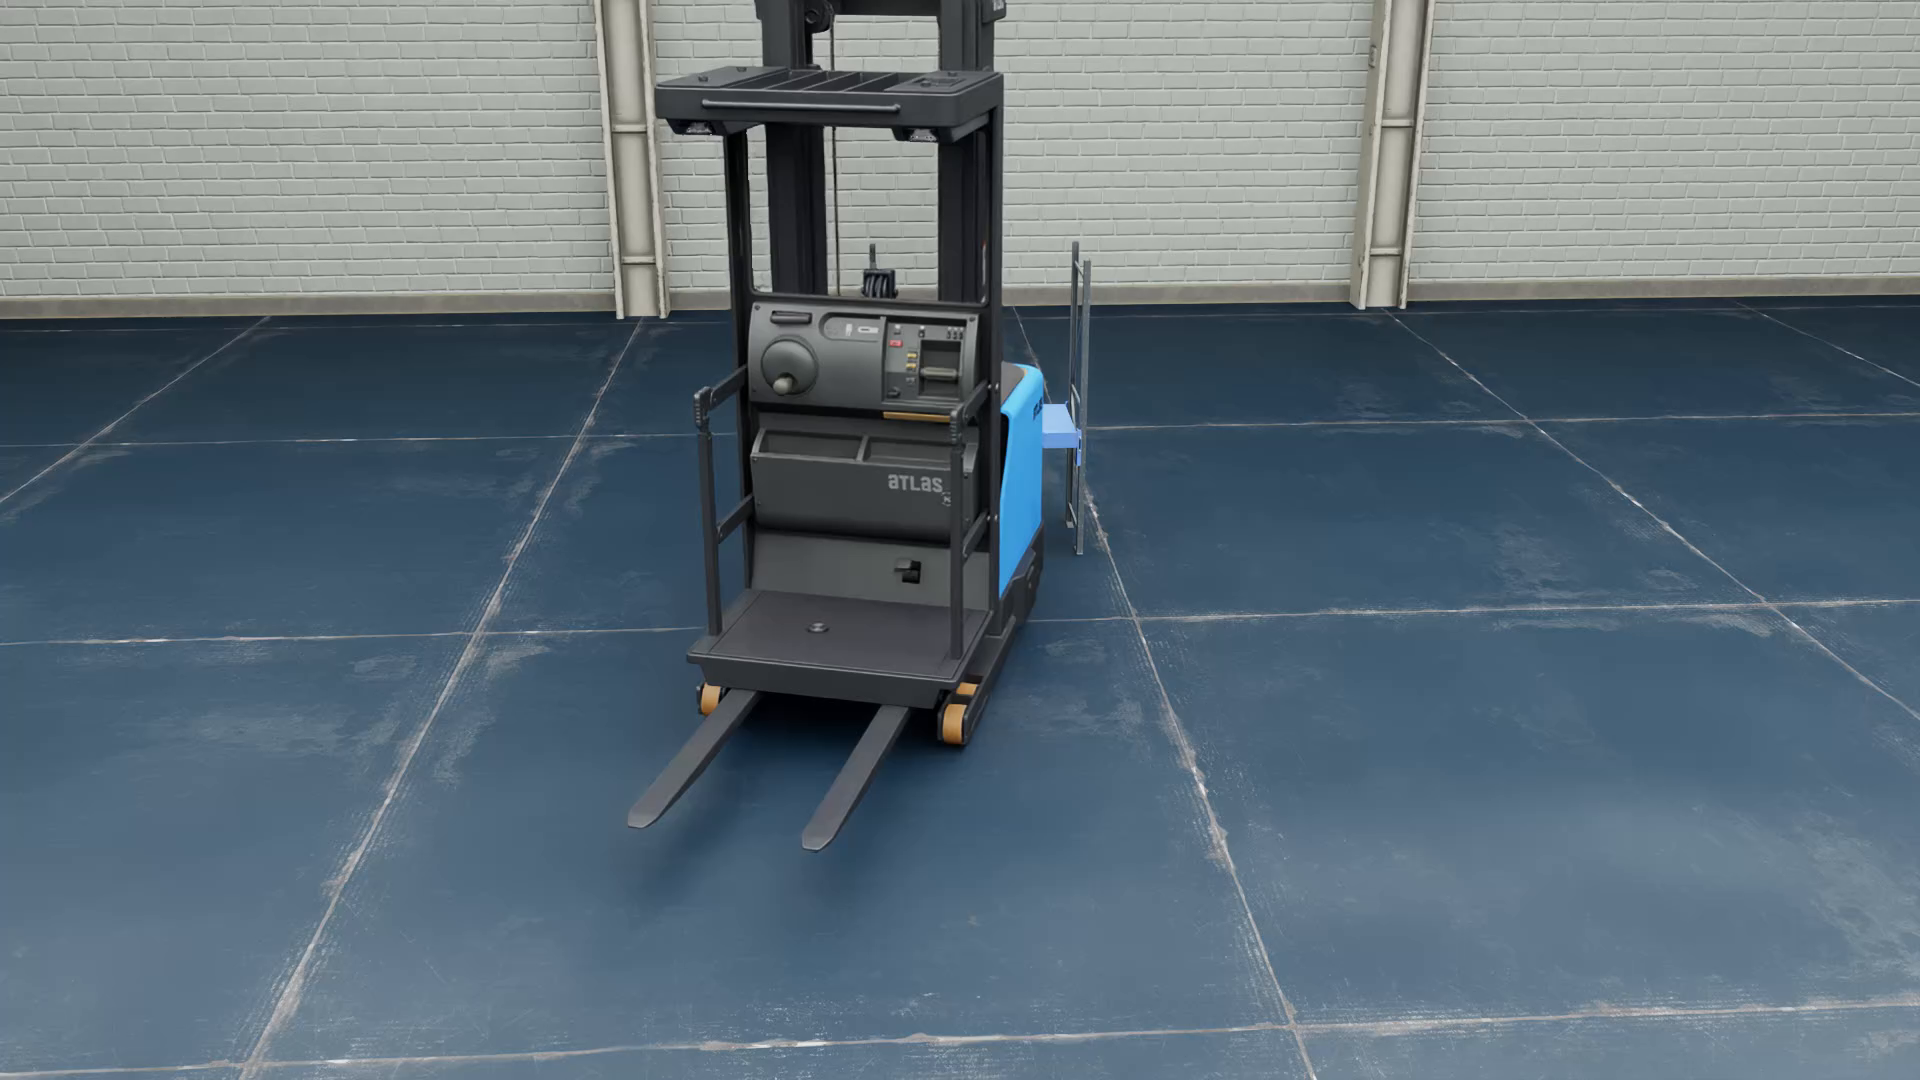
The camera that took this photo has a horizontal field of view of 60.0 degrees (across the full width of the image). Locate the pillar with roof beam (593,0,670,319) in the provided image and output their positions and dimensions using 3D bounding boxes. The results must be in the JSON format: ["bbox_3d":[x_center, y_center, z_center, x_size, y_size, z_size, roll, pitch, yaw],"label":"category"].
[{"bbox_3d":[-2.303,-4.497,7.787,0.400,9.000,9.100,-1,21,-3],"label":"pillar with roof beam"}]

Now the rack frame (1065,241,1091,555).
[{"bbox_3d":[0.593,-0.713,8.386,0.032,1.500,0.500,-1,21,-3],"label":"rack frame"}]

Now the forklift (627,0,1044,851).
[{"bbox_3d":[-0.433,-0.713,6.373,1.130,2.935,3.031,5,21,12],"label":"forklift"}]

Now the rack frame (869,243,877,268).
[{"bbox_3d":[-0.422,-0.692,8.332,0.032,1.500,0.500,-1,21,-3],"label":"rack frame"}]

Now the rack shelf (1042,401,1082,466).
[{"bbox_3d":[0.085,-0.535,8.423,1.000,0.185,0.538,-1,21,-3],"label":"rack shelf"}]

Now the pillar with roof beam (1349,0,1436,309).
[{"bbox_3d":[3.687,-4.619,8.107,0.400,9.000,9.100,-1,21,-3],"label":"pillar with roof beam"}]

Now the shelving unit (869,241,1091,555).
[{"bbox_3d":[0.085,-0.703,8.359,1.048,1.500,0.538,-1,21,-3],"label":"shelving unit"}]
